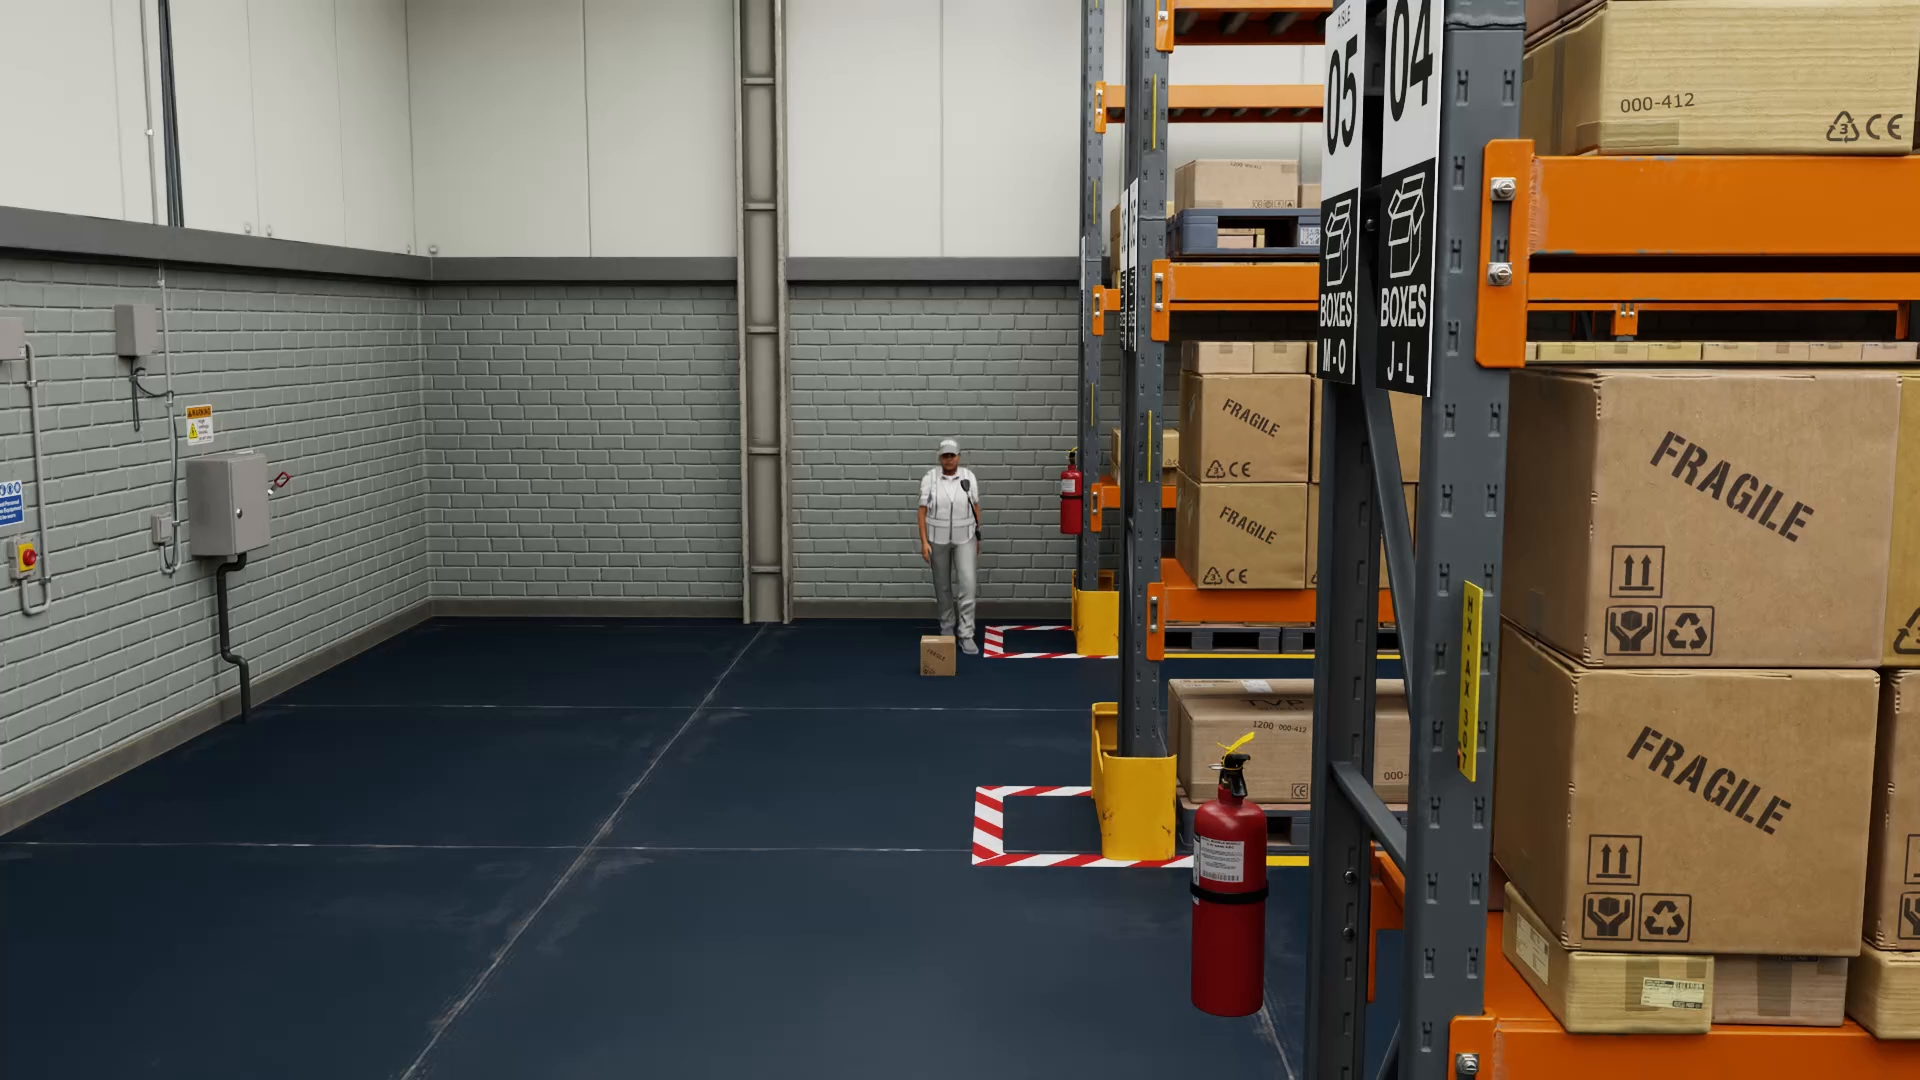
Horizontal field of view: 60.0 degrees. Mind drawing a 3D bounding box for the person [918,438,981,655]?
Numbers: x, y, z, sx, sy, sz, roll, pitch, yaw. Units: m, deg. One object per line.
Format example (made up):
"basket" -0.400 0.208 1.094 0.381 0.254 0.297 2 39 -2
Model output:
"person" -0.085 0.021 13.029 0.496 1.636 0.808 0 7 2
